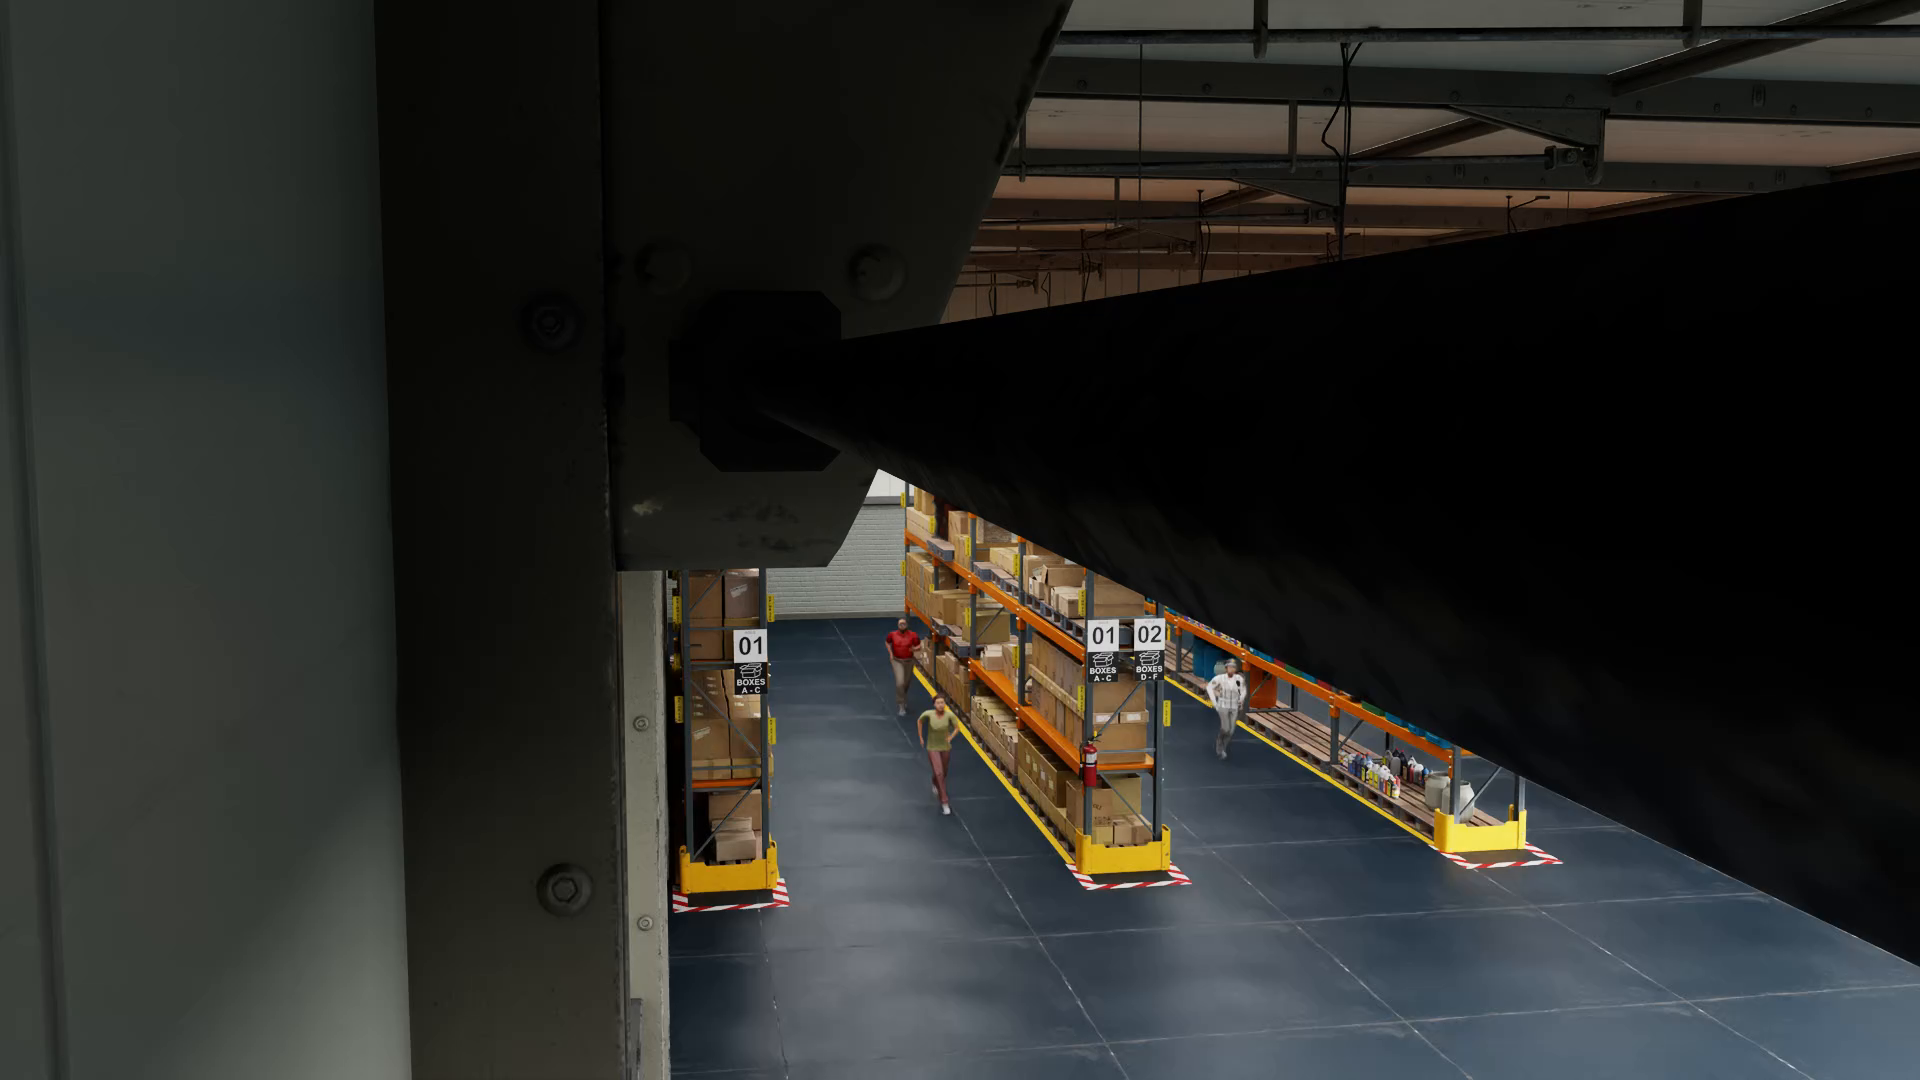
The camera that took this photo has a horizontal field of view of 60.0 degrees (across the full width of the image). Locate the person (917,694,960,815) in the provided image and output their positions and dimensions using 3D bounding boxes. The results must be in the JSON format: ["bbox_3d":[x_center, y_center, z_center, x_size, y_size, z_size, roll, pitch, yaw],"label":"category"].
[{"bbox_3d":[-0.305,3.024,23.947,0.594,1.664,1.008,-1,6,-10],"label":"person"}]

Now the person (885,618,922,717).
[{"bbox_3d":[-1.024,2.309,30.588,0.637,1.775,0.890,-1,6,-12],"label":"person"}]

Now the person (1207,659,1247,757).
[{"bbox_3d":[4.336,2.718,26.829,0.612,1.651,0.611,-1,6,-10],"label":"person"}]
